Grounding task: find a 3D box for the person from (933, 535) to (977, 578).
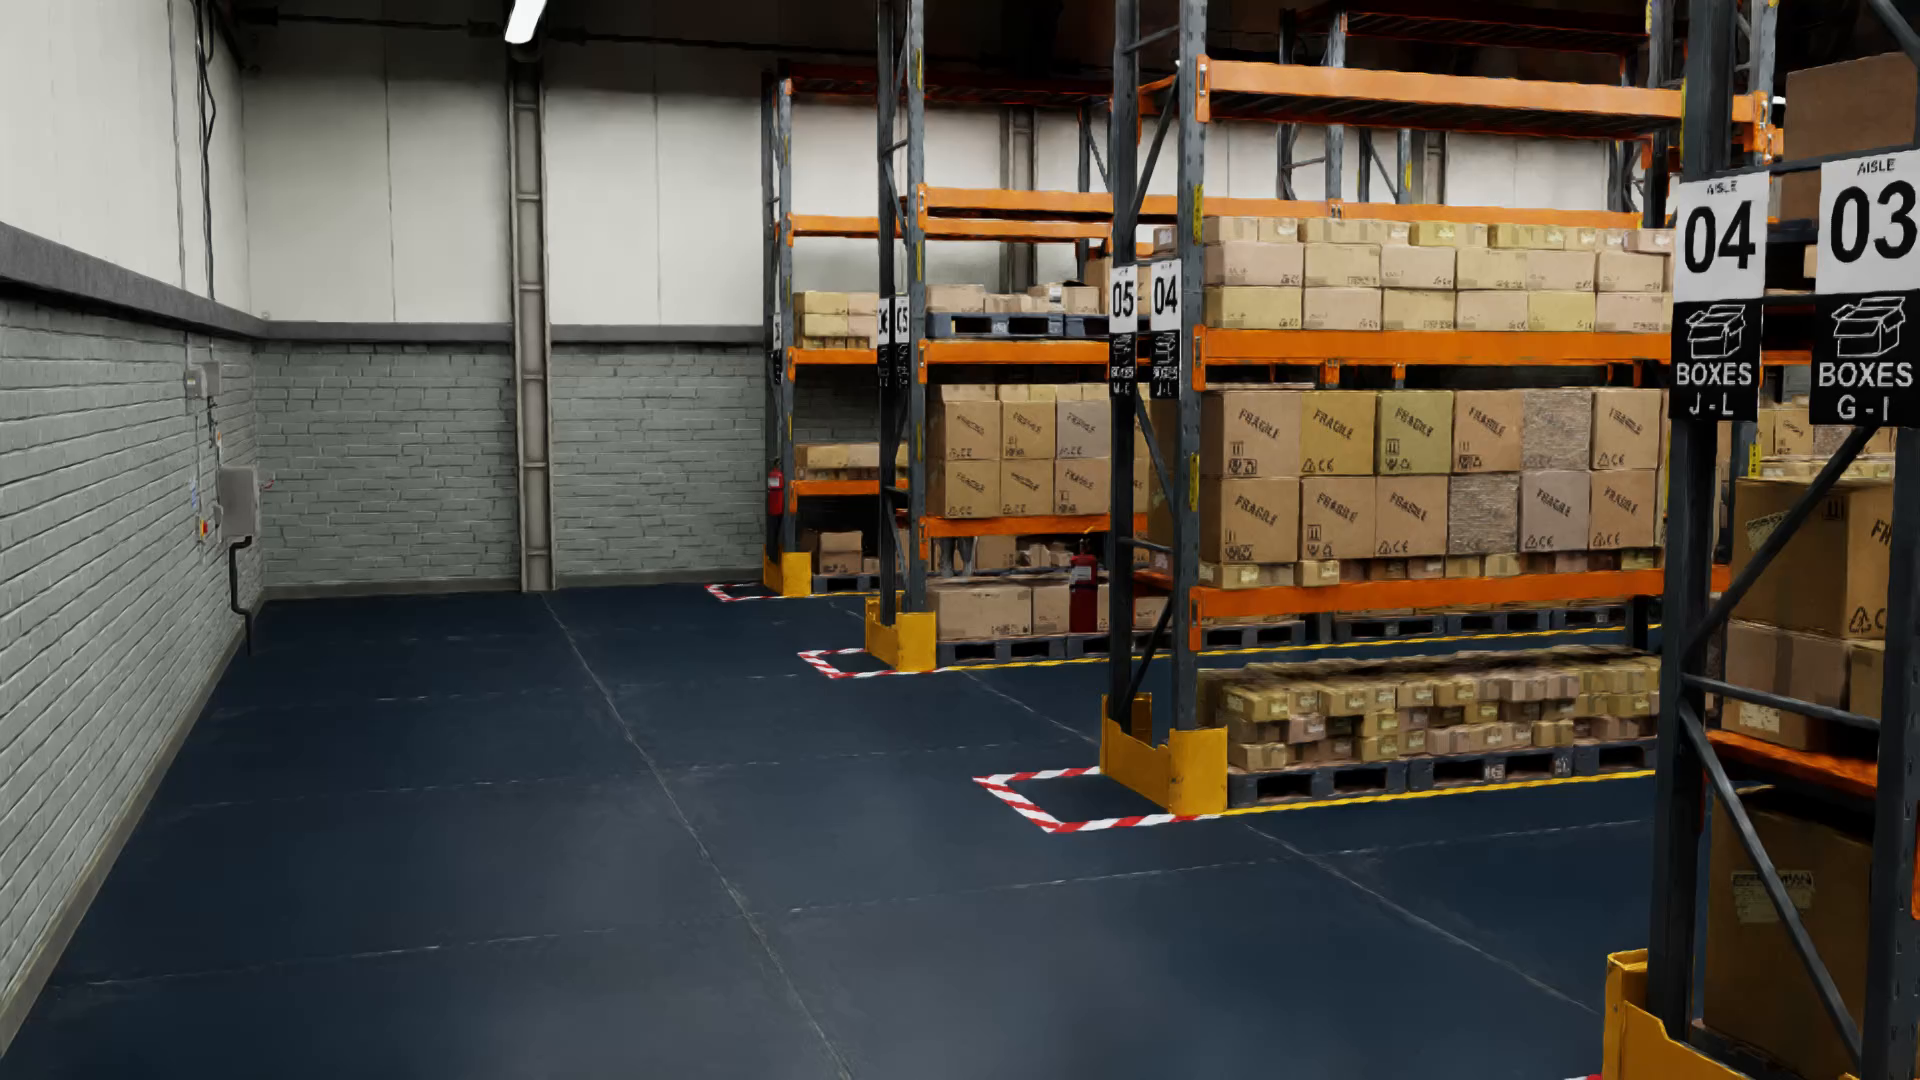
[{"bbox_3d":[-0.018,-0.099,17.852,0.616,1.689,0.346,2,6,17],"label":"person"}]
